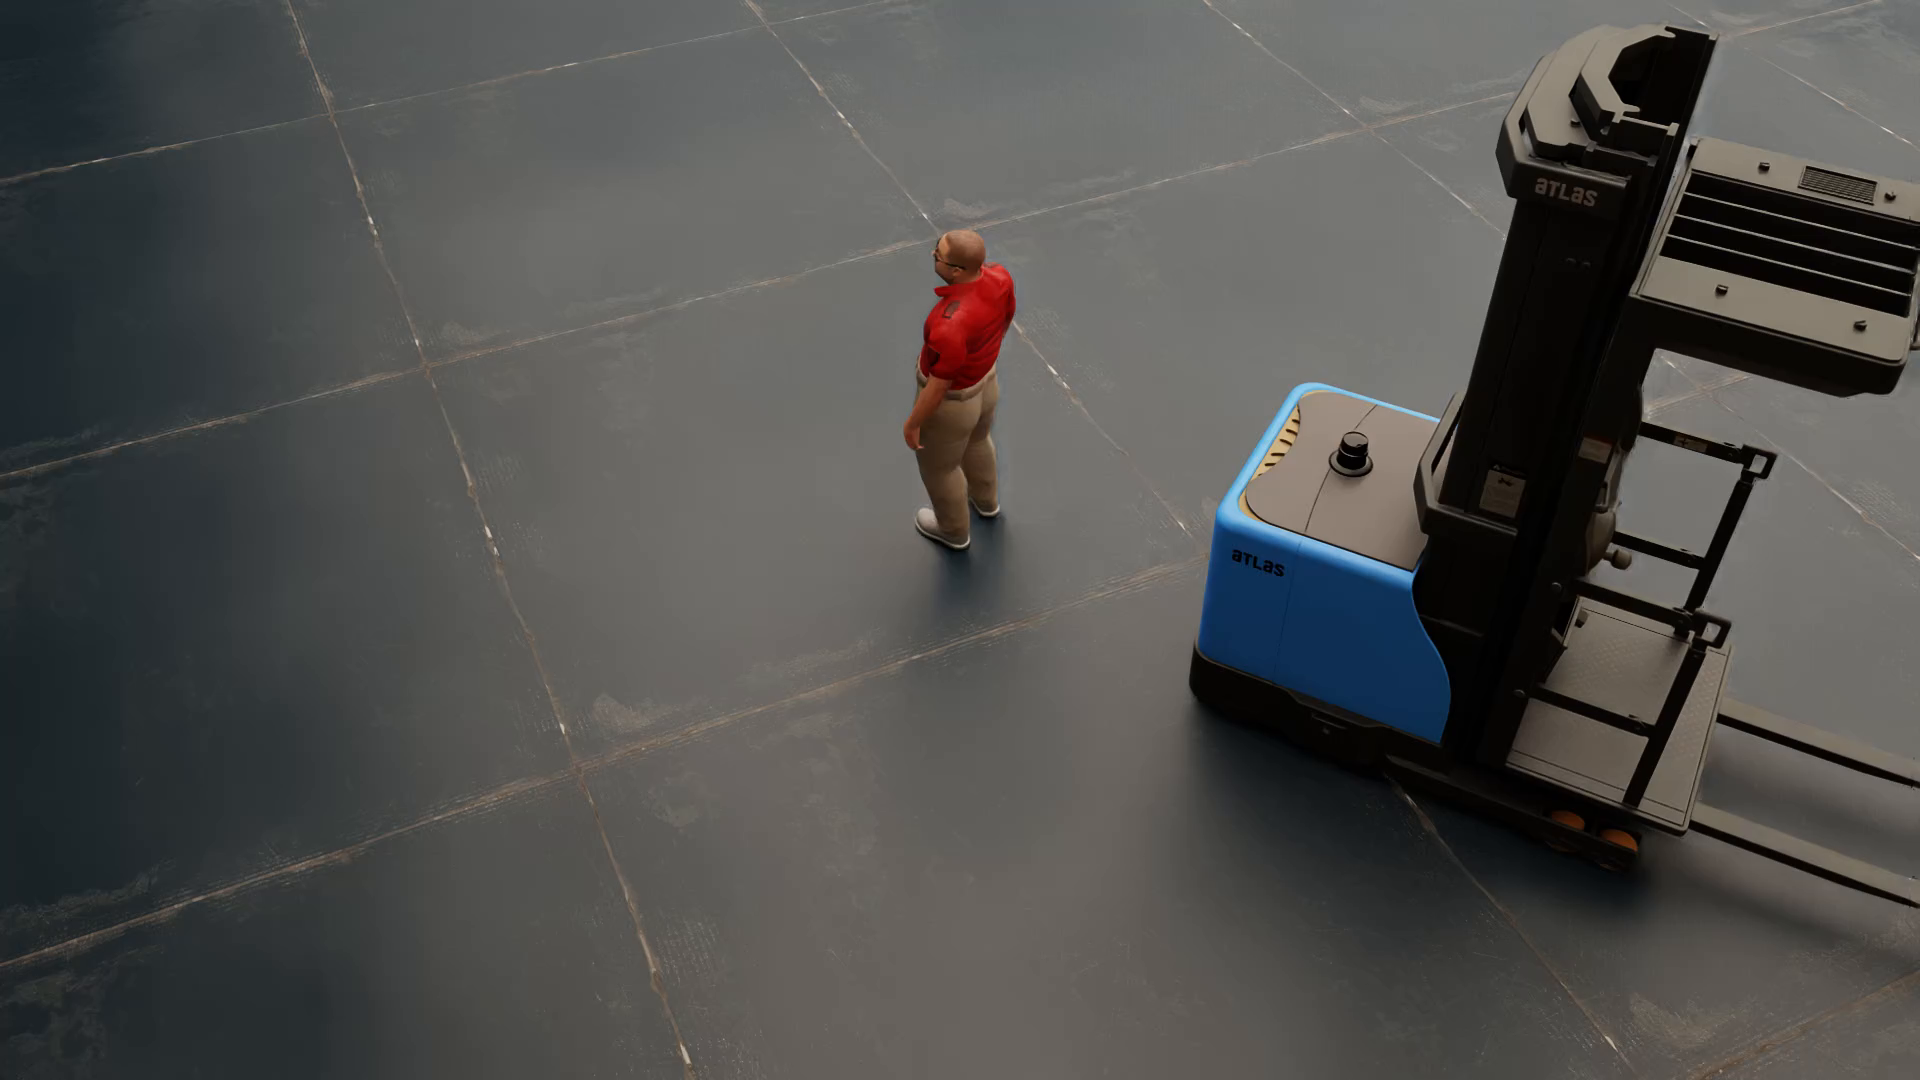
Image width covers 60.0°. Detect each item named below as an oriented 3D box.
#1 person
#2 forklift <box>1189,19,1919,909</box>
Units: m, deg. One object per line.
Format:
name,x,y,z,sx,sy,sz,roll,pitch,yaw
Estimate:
person,-0.018,-0.672,7.287,0.421,1.727,0.743,21,47,21
forklift,2.519,-0.207,5.902,3.031,2.935,1.130,20,47,20
